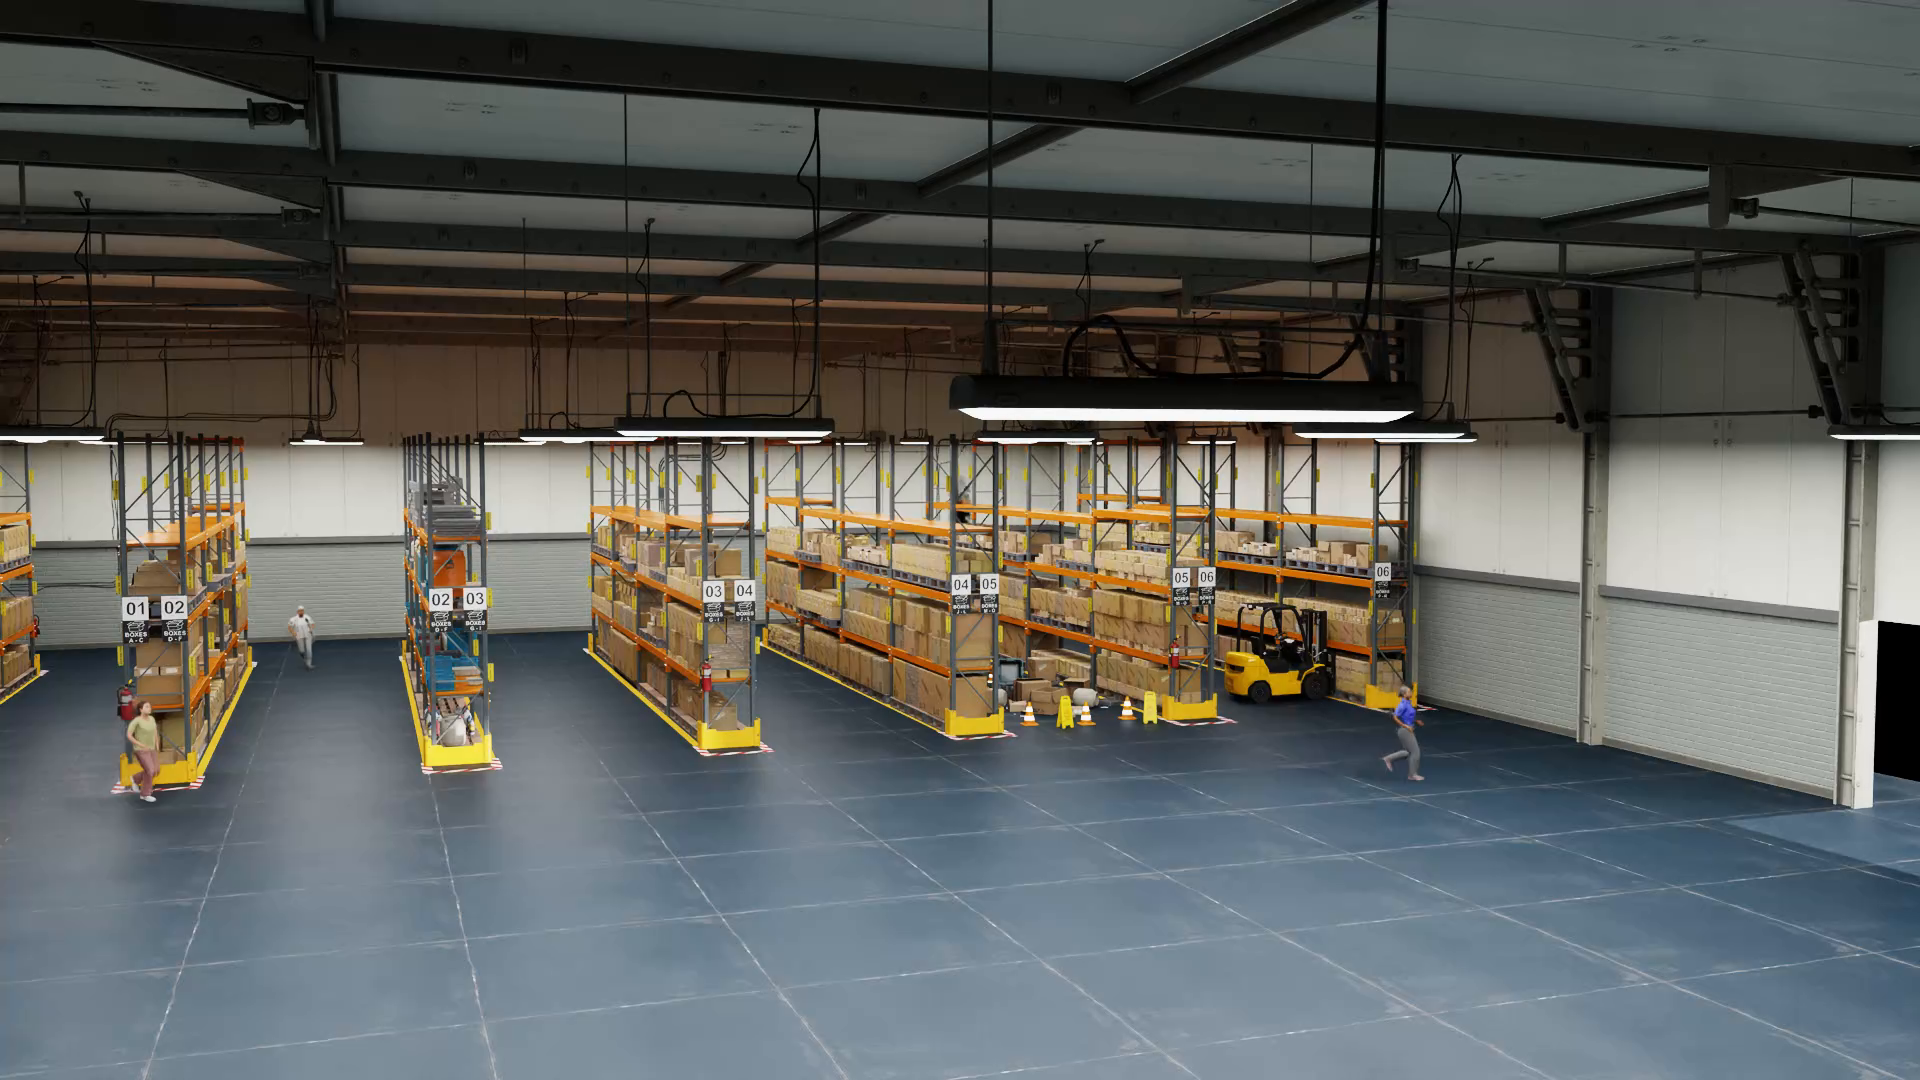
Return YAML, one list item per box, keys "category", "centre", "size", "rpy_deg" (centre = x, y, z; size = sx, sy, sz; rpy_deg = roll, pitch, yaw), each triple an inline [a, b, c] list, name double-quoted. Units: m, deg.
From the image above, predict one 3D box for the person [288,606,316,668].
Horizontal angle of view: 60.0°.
- category: "person"
  centre: [-17.101, 2.532, 43.246]
  size: [0.665, 1.620, 0.577]
  rpy_deg: [-2, 4, -29]

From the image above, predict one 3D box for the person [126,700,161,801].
- category: "person"
  centre: [-13.305, 3.419, 27.073]
  size: [0.573, 1.638, 0.613]
  rpy_deg: [1, 3, 18]

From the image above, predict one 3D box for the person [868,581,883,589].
- category: "person"
  centre: [-2.501, 1.924, 47.140]
  size: [0.699, 1.804, 0.919]
  rpy_deg: [-2, 4, -30]

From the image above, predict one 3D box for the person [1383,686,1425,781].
- category: "person"
  centre: [7.653, 3.328, 28.675]
  size: [0.739, 1.602, 0.567]
  rpy_deg: [2, 4, 26]
